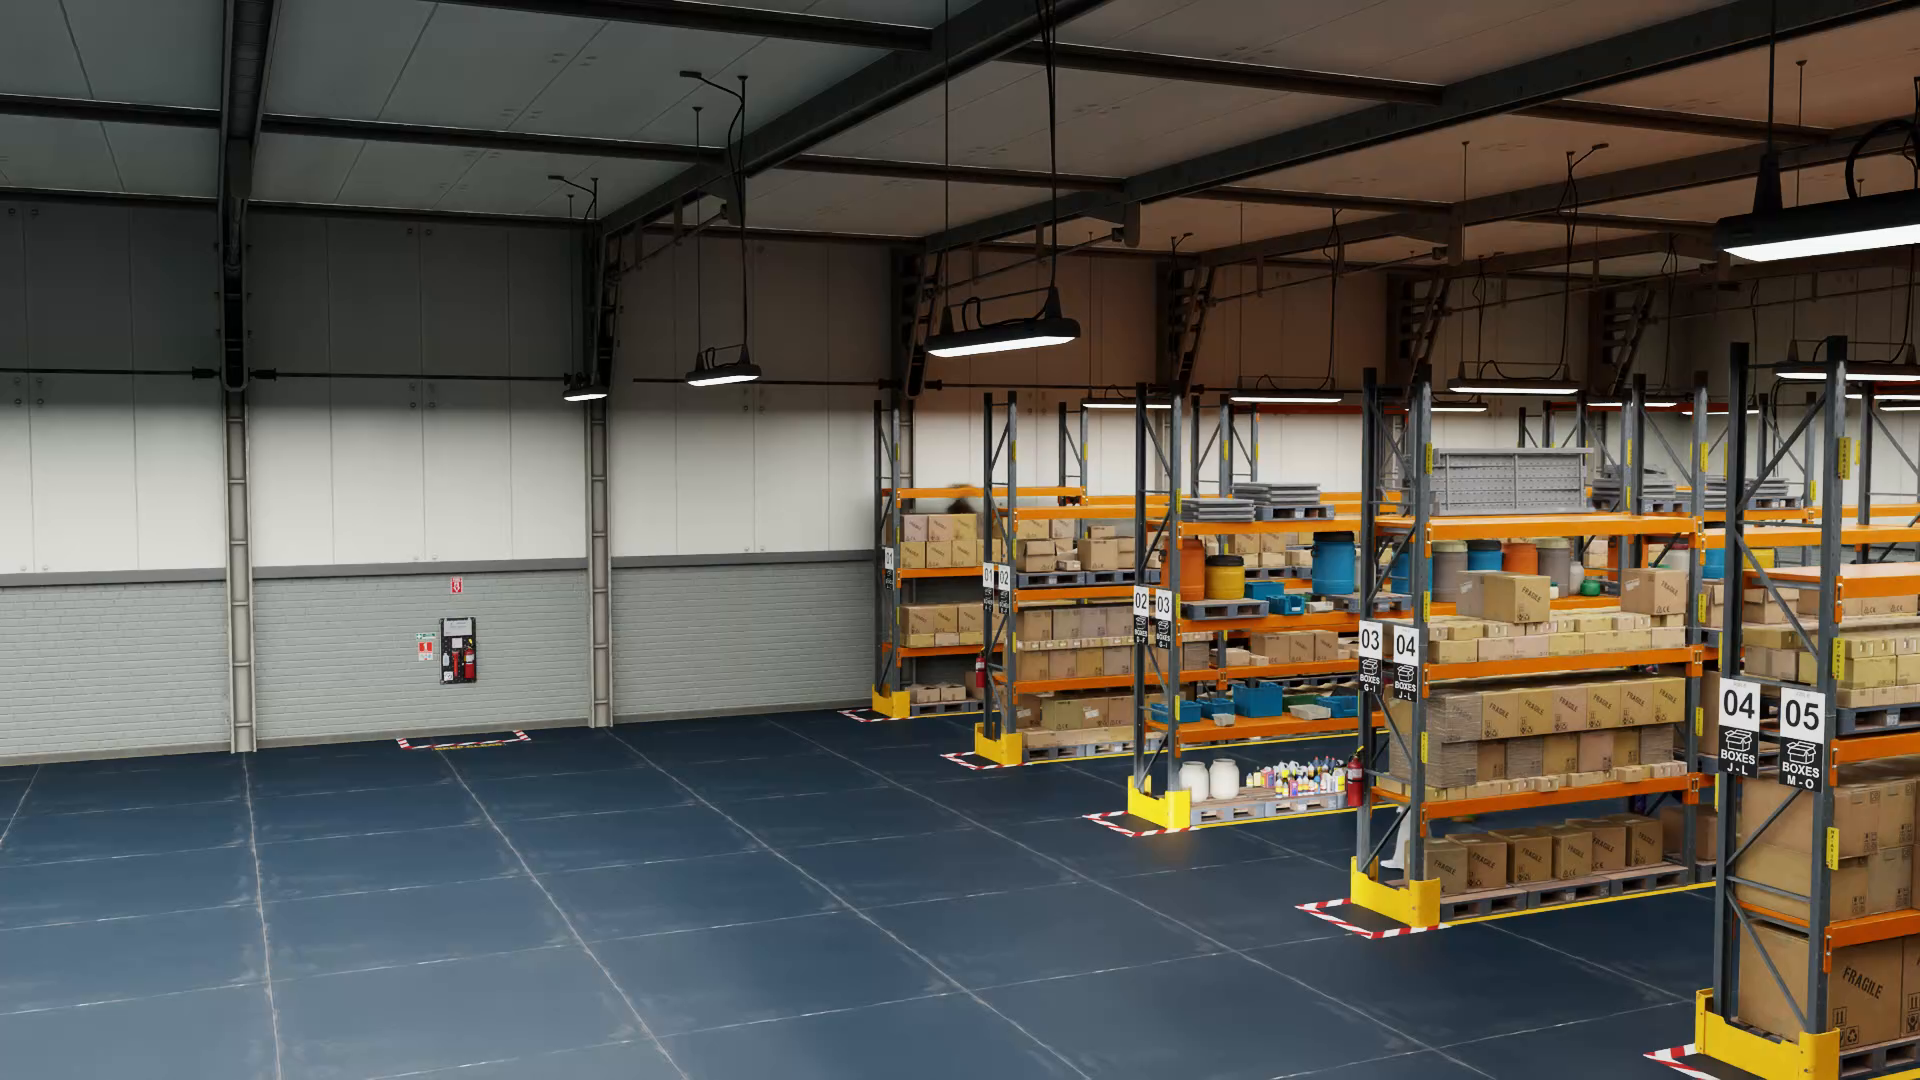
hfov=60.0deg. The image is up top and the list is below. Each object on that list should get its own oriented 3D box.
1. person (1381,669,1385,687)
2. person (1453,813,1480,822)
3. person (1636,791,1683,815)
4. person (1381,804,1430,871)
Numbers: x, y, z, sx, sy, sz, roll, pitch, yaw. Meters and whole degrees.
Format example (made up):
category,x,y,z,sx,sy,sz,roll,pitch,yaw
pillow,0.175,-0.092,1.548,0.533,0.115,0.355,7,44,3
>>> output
category,x,y,z,sx,sy,sz,roll,pitch,yaw
person,8.342,2.438,33.401,0.506,1.590,0.401,0,3,-1
person,6.959,2.949,22.742,0.389,1.798,0.559,1,3,18
person,9.632,3.034,22.989,0.803,1.578,0.495,-2,4,-28
person,5.449,3.110,20.171,0.623,1.776,0.584,1,4,24
